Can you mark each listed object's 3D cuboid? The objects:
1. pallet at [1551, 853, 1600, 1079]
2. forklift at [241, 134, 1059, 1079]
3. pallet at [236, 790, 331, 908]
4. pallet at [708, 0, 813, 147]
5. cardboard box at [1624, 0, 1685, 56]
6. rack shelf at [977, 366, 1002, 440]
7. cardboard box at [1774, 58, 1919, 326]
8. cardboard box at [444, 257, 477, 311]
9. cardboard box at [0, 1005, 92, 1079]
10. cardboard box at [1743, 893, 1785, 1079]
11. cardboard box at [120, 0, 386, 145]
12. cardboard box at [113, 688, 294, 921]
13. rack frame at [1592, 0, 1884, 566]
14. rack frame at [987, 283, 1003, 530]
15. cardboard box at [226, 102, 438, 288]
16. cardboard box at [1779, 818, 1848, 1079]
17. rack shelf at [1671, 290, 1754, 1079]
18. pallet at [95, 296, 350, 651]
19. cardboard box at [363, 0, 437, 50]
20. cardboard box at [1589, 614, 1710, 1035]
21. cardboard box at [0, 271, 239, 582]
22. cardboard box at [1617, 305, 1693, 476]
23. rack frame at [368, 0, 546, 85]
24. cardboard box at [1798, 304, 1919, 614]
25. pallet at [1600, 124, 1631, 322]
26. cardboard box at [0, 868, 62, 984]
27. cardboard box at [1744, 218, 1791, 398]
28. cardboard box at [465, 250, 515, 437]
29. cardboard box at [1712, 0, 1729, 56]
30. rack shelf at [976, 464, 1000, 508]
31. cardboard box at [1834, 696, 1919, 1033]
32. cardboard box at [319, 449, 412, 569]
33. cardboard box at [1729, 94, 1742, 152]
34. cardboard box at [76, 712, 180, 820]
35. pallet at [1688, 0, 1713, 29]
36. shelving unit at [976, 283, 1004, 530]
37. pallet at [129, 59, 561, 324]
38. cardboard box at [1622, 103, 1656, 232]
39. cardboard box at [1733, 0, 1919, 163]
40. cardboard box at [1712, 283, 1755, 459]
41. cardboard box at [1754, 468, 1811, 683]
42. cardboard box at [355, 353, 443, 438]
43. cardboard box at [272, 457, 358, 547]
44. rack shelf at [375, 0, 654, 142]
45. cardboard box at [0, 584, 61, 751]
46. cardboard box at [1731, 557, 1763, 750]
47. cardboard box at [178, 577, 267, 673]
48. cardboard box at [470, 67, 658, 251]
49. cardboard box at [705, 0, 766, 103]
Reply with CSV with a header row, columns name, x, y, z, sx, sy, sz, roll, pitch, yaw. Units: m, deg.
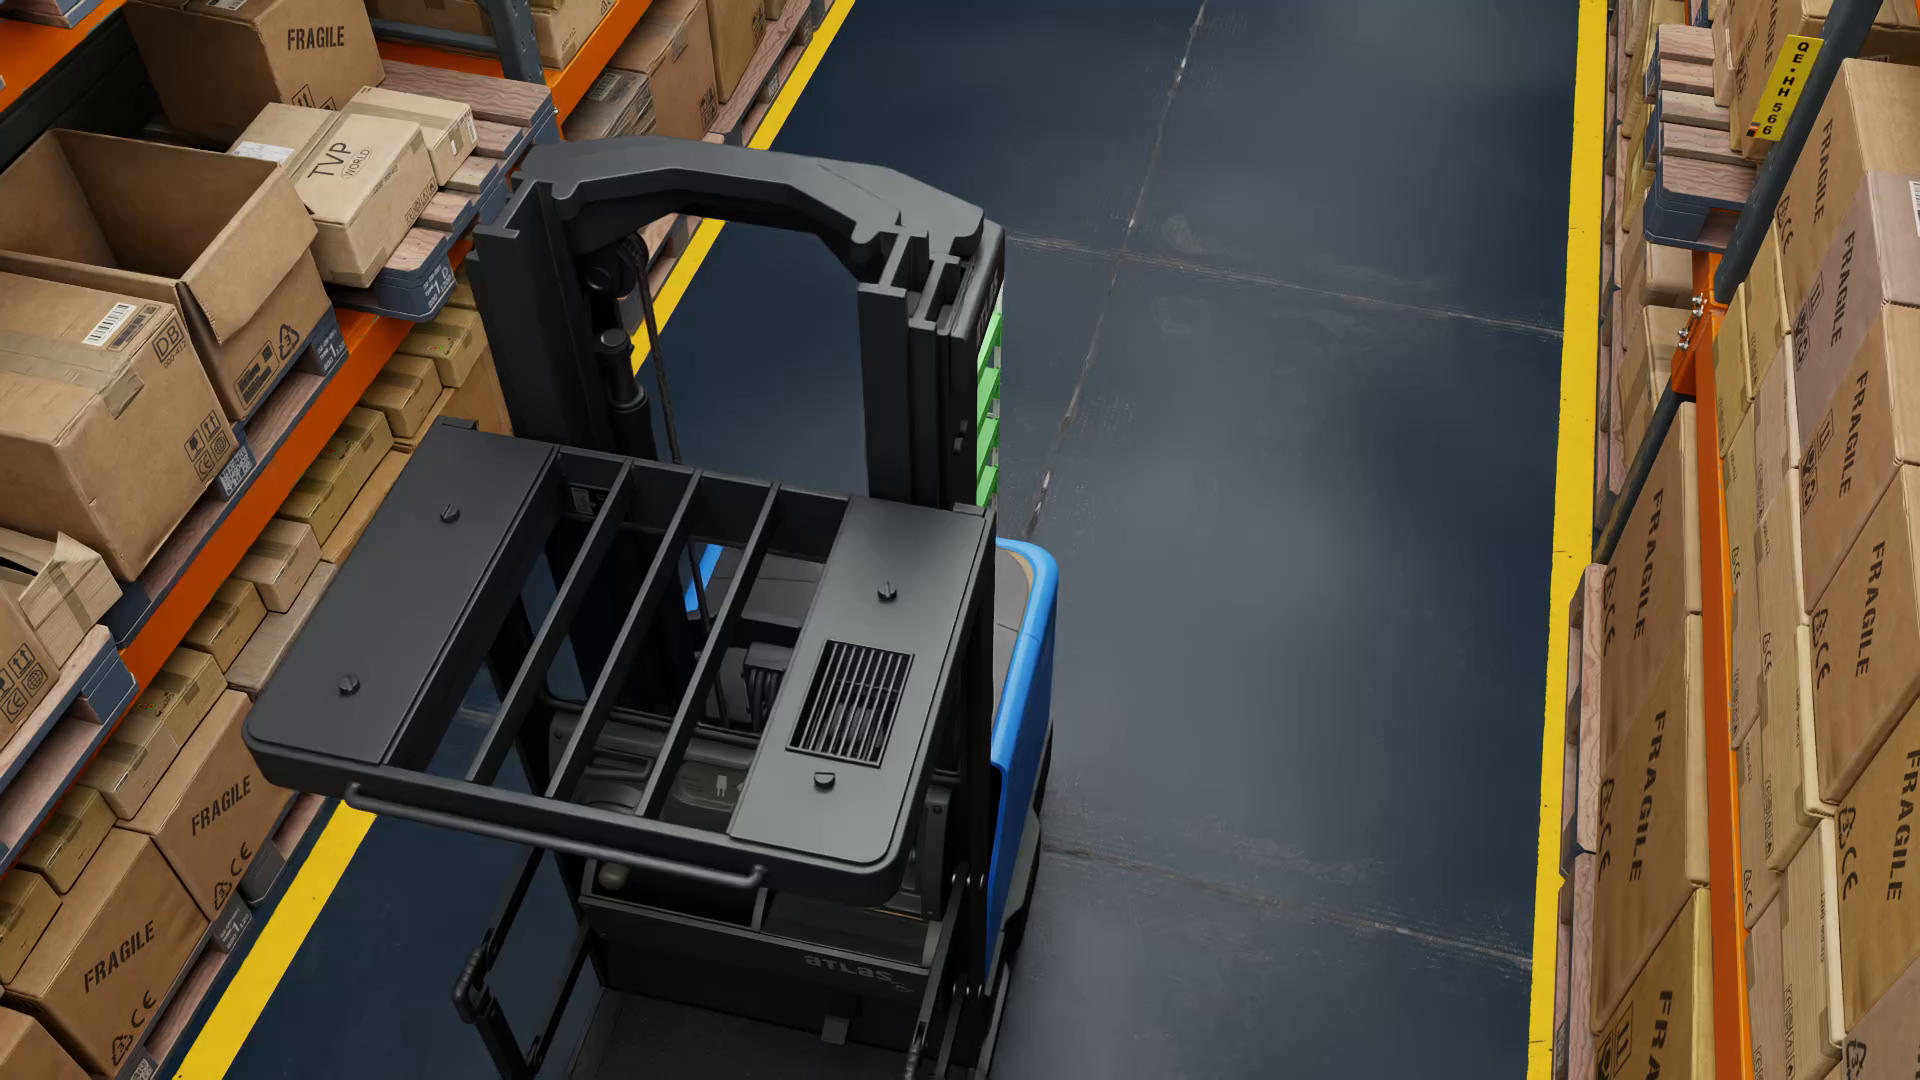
name,x,y,z,sx,sy,sz,roll,pitch,yaw
pallet,2.224,1.558,4.734,1.003,0.211,1.213,12,50,10
forklift,-0.530,0.757,3.627,1.130,2.935,3.031,10,49,9
pallet,-2.518,0.558,5.617,1.003,0.211,1.213,12,50,10
pallet,-1.384,-2.322,8.158,1.003,0.211,1.213,12,50,10
cardboard box,3.745,-2.583,8.002,0.950,0.372,0.625,12,50,11
rack shelf,-0.044,-0.394,5.562,0.258,0.148,0.480,12,50,10
cardboard box,2.462,-0.856,4.271,0.500,0.500,0.500,10,49,9
cardboard box,-1.847,-0.896,5.995,0.380,0.149,0.250,9,49,8
cardboard box,-2.670,1.499,4.313,0.500,0.500,0.500,14,50,12
cardboard box,1.936,1.039,3.432,0.500,0.250,0.500,10,49,9
cardboard box,-2.248,-1.607,5.321,0.500,0.500,0.500,14,50,12
cardboard box,-2.404,0.752,4.973,0.500,0.500,0.500,10,49,9
rack frame,2.828,-0.800,4.955,1.000,3.000,0.127,12,50,10
rack frame,0.021,-0.454,5.850,0.240,1.200,0.015,12,50,10
cardboard box,-1.927,-1.039,4.986,0.500,0.250,0.500,9,49,8
cardboard box,1.911,0.872,3.247,0.500,0.250,0.500,13,50,11
rack shelf,2.301,0.885,3.948,1.077,0.370,4.000,12,50,10
pallet,-2.469,-0.306,4.647,1.003,0.211,1.213,12,50,10
cardboard box,-2.090,-2.103,6.205,0.500,0.250,0.500,11,49,9
cardboard box,2.327,0.892,4.599,0.875,0.875,0.875,12,50,10
cardboard box,-2.329,-0.304,4.171,0.700,0.500,0.500,11,50,10
cardboard box,2.986,-0.476,6.142,0.950,0.372,0.625,9,49,7
rack frame,-1.962,-1.777,5.818,1.000,3.000,0.127,12,50,10
cardboard box,2.190,-0.124,3.625,0.500,0.500,0.500,13,50,11
pallet,3.358,-1.322,7.276,1.003,0.211,1.213,12,50,10
cardboard box,-2.609,0.979,4.339,0.380,0.149,0.250,9,49,8
cardboard box,2.456,-0.598,4.544,0.500,0.250,0.500,11,50,10
cardboard box,-1.866,-0.740,6.290,0.500,0.500,0.500,13,50,11
cardboard box,2.785,-1.719,5.654,0.380,0.149,0.250,9,49,8
rack shelf,-0.044,-0.076,5.922,0.258,0.148,0.480,12,50,10
cardboard box,1.932,0.618,2.970,0.500,0.500,0.500,13,50,11
cardboard box,-2.143,-0.001,5.638,0.500,0.500,0.500,14,50,12
cardboard box,2.688,-1.348,5.326,0.380,0.149,0.250,12,50,11
cardboard box,-2.448,0.605,4.670,0.380,0.149,0.250,11,50,10
pallet,3.309,-2.177,6.298,1.003,0.211,1.213,12,50,10
shelving unit,-0.044,-0.277,5.694,0.258,1.200,0.503,12,50,10
pallet,-2.073,-1.209,5.445,1.213,0.211,1.003,12,50,10
cardboard box,3.378,-1.559,7.098,0.950,0.372,0.625,13,50,11
cardboard box,2.679,-1.454,4.988,0.500,0.500,0.500,10,49,9
cardboard box,2.456,-0.446,4.743,0.500,0.250,0.500,11,49,9
cardboard box,2.176,0.134,3.898,0.500,0.250,0.500,11,50,10
cardboard box,-2.001,-0.511,5.655,0.380,0.149,0.250,10,49,9
cardboard box,-2.180,-0.148,5.335,0.380,0.149,0.250,11,49,9
rack shelf,-1.435,-2.985,7.364,1.077,0.370,4.000,12,50,10
cardboard box,-2.535,0.264,3.670,0.700,0.500,0.500,12,50,10
cardboard box,2.194,0.307,4.078,0.500,0.250,0.500,13,50,11
cardboard box,-2.337,0.225,5.005,0.380,0.149,0.250,12,50,10
cardboard box,-1.785,-1.578,6.946,0.875,0.625,0.625,13,50,11
cardboard box,-1.443,-2.540,7.795,0.875,0.625,0.625,10,49,8
